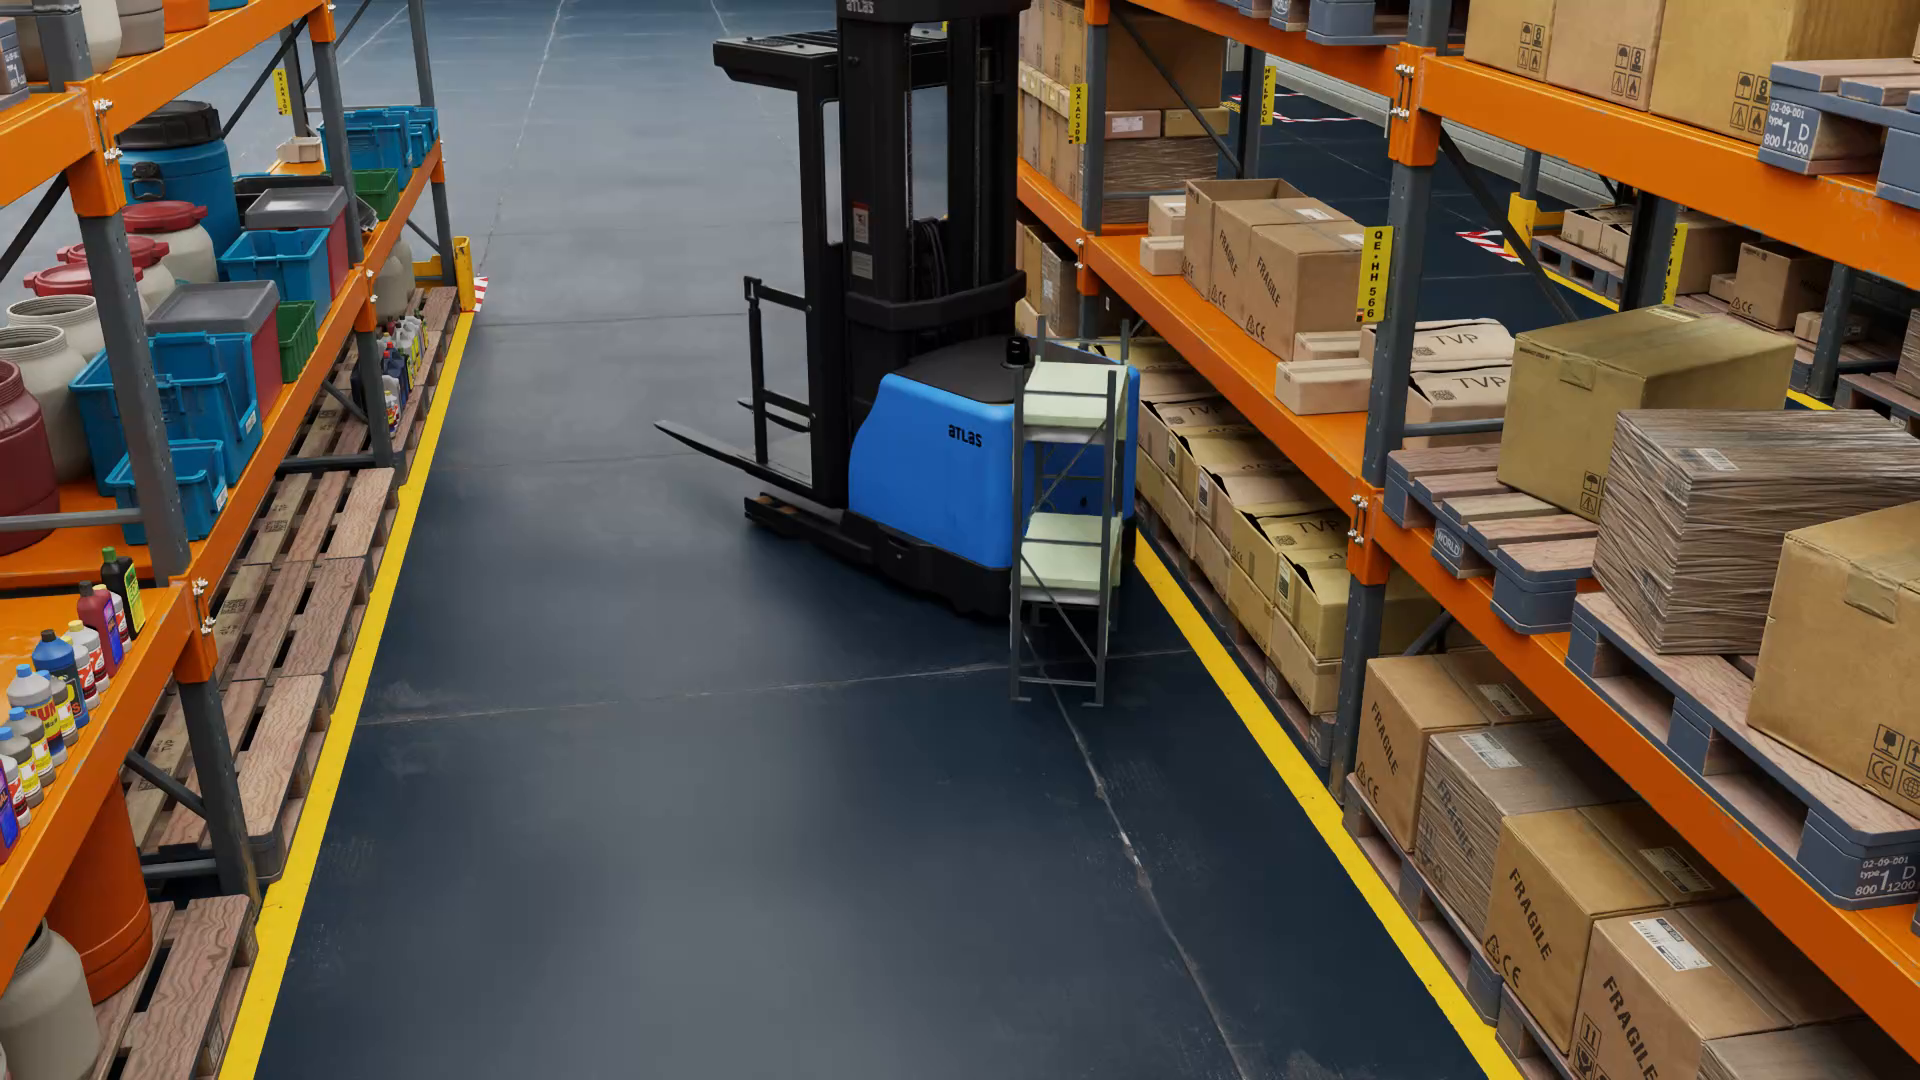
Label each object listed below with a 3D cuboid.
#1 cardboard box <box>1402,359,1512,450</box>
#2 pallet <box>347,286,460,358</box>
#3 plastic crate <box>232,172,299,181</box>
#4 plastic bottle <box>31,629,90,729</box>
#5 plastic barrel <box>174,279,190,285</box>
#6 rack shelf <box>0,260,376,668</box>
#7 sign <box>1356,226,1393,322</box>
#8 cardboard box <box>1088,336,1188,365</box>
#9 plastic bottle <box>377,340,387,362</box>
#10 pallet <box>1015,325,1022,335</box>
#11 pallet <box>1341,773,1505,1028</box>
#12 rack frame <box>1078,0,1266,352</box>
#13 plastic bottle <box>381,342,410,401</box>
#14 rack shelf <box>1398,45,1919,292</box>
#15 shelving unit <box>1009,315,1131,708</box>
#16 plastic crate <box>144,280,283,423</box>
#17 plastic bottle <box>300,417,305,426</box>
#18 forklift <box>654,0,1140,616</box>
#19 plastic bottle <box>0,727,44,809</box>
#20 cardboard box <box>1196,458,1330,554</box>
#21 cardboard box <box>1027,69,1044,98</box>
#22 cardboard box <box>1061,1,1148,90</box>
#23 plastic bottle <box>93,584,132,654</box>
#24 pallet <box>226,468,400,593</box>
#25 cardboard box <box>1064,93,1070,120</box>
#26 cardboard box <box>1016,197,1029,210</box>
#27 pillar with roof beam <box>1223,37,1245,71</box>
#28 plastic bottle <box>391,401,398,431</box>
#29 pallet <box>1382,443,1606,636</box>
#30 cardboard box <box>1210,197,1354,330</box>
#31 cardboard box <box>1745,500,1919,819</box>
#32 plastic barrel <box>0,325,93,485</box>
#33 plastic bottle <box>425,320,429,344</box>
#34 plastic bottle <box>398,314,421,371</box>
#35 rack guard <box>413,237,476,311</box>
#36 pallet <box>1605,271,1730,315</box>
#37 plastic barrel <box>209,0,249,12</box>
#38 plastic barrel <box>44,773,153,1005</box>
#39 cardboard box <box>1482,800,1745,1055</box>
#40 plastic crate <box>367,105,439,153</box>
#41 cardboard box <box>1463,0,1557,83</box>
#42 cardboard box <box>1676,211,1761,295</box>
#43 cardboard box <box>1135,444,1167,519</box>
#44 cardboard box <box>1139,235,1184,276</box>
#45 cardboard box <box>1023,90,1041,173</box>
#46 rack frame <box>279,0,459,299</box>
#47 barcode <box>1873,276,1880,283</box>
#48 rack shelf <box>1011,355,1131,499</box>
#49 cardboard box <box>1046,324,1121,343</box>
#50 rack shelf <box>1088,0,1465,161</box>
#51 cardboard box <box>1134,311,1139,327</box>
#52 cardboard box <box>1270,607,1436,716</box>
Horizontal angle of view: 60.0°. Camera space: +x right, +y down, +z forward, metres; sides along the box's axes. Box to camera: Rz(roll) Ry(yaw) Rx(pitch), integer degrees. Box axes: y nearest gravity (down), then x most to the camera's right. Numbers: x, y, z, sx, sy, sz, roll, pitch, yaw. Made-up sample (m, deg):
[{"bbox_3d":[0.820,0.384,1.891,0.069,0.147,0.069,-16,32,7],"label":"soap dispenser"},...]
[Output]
[{"bbox_3d":[1.916,-0.511,6.283,0.500,0.311,0.500,-3,24,-6],"label":"cardboard box"},{"bbox_3d":[-4.202,-1.563,12.065,1.003,0.211,1.213,-4,24,-10],"label":"pallet"},{"bbox_3d":[-4.139,-1.961,9.678,0.499,0.251,0.616,-4,24,-10],"label":"plastic crate"},{"bbox_3d":[-2.352,0.360,4.338,0.097,0.271,0.097,0,24,0],"label":"plastic bottle"},{"bbox_3d":[-3.574,-1.018,7.507,0.301,0.262,0.301,0,24,0],"label":"plastic barrel"},{"bbox_3d":[-3.298,-0.497,7.040,1.077,0.370,4.000,-4,24,-10],"label":"rack shelf"},{"bbox_3d":[1.396,-0.894,5.602,0.100,0.325,0.005,-4,24,-10],"label":"sign"},{"bbox_3d":[1.033,-0.987,9.473,0.500,0.311,0.500,-4,24,-10],"label":"cardboard box"},{"bbox_3d":[-3.663,-1.136,10.457,0.152,0.276,0.135,-4,24,-10],"label":"plastic bottle"},{"bbox_3d":[0.866,-1.498,11.916,1.003,0.211,1.213,-4,24,-10],"label":"pallet"},{"bbox_3d":[2.042,1.169,5.810,1.003,0.211,1.213,-4,24,-10],"label":"pallet"},{"bbox_3d":[1.201,-1.979,9.533,1.000,3.000,0.127,-4,24,-10],"label":"rack frame"},{"bbox_3d":[-3.444,-1.024,10.106,0.144,0.351,0.185,-5,24,-12],"label":"plastic bottle"},{"bbox_3d":[2.311,-0.664,3.673,1.077,0.370,4.000,-4,24,-10],"label":"rack shelf"},{"bbox_3d":[0.477,-0.131,7.177,0.431,1.500,0.755,4,24,9],"label":"shelving unit"},{"bbox_3d":[-2.926,-0.728,6.589,0.402,0.464,0.583,-4,24,-10],"label":"plastic crate"},{"bbox_3d":[-3.928,-0.844,9.695,0.144,0.351,0.185,-4,24,-10],"label":"plastic bottle"},{"bbox_3d":[-0.506,-1.484,8.487,1.130,2.935,3.031,-21,31,-40],"label":"forklift"},{"bbox_3d":[-2.280,0.545,4.002,0.097,0.201,0.097,0,24,0],"label":"plastic bottle"},{"bbox_3d":[1.409,-0.185,7.637,0.500,0.311,0.500,-4,24,-10],"label":"cardboard box"},{"bbox_3d":[0.655,-3.017,10.974,0.380,0.149,0.250,-4,24,-8],"label":"cardboard box"},{"bbox_3d":[1.018,-2.992,10.107,0.700,0.500,0.500,-4,24,-10],"label":"cardboard box"},{"bbox_3d":[-2.430,0.225,4.735,0.097,0.201,0.097,0,24,0],"label":"plastic bottle"},{"bbox_3d":[-3.484,-0.030,8.554,1.003,0.211,1.213,-4,24,-10],"label":"pallet"},{"bbox_3d":[0.846,-2.613,10.050,0.380,0.149,0.250,-5,24,-11],"label":"cardboard box"},{"bbox_3d":[0.541,-2.209,12.033,0.500,0.500,0.500,-4,24,-10],"label":"cardboard box"},{"bbox_3d":[-0.141,-10.860,22.372,9.100,9.000,0.400,-4,24,-10],"label":"pillar with roof beam"},{"bbox_3d":[-3.314,-0.731,9.622,0.097,0.201,0.097,0,24,0],"label":"plastic bottle"},{"bbox_3d":[2.135,-0.056,5.370,1.213,0.211,1.003,-4,24,-10],"label":"pallet"},{"bbox_3d":[1.517,-1.317,7.893,0.500,0.500,0.500,-4,24,-10],"label":"cardboard box"},{"bbox_3d":[2.293,0.239,3.805,0.700,0.500,0.500,-11,26,-23],"label":"cardboard box"},{"bbox_3d":[-3.328,-0.480,5.963,0.421,0.512,0.421,0,24,0],"label":"plastic barrel"},{"bbox_3d":[-3.637,-1.416,11.192,0.097,0.201,0.097,0,24,0],"label":"plastic bottle"},{"bbox_3d":[-3.557,-1.264,10.657,0.144,0.351,0.185,-3,24,-8],"label":"plastic bottle"},{"bbox_3d":[-4.347,-2.015,12.739,1.175,0.500,0.348,-4,24,-10],"label":"rack guard"},{"bbox_3d":[5.681,-1.811,12.634,1.003,0.211,1.213,-4,24,-10],"label":"pallet"},{"bbox_3d":[-3.118,-2.520,6.397,0.600,0.901,0.708,-4,24,-10],"label":"plastic barrel"},{"bbox_3d":[-2.821,0.953,5.007,0.600,0.830,0.708,-4,24,-10],"label":"plastic barrel"},{"bbox_3d":[1.934,1.142,4.961,0.500,0.500,0.500,-5,24,-10],"label":"cardboard box"},{"bbox_3d":[-4.021,-2.944,11.929,0.499,0.251,0.616,-4,24,-10],"label":"plastic crate"},{"bbox_3d":[2.055,-1.657,4.923,0.910,0.500,0.500,-4,24,-10],"label":"cardboard box"},{"bbox_3d":[5.560,-2.181,12.570,0.700,0.500,0.500,-6,24,-13],"label":"cardboard box"},{"bbox_3d":[1.224,-0.330,8.667,0.500,0.250,0.500,-5,24,-11],"label":"cardboard box"},{"bbox_3d":[1.164,-1.500,8.751,0.380,0.149,0.250,-4,24,-10],"label":"cardboard box"},{"bbox_3d":[0.824,-2.805,11.299,0.700,0.500,0.500,-4,24,-8],"label":"cardboard box"},{"bbox_3d":[-4.407,-3.187,12.299,1.000,3.000,0.127,-4,24,-10],"label":"rack frame"},{"bbox_3d":[6.205,-1.780,11.251,0.001,0.075,0.075,-4,24,-10],"label":"barcode"},{"bbox_3d":[0.477,-0.489,7.021,0.431,0.370,0.720,4,24,9],"label":"rack shelf"},{"bbox_3d":[0.818,-1.275,10.832,0.500,0.250,0.500,-4,24,-10],"label":"cardboard box"},{"bbox_3d":[1.571,-2.237,7.275,1.077,0.370,4.000,-4,24,-10],"label":"rack shelf"},{"bbox_3d":[1.323,-1.657,10.769,0.500,0.500,0.500,-4,24,-10],"label":"cardboard box"},{"bbox_3d":[1.604,0.473,6.829,0.500,0.250,0.500,-4,24,-8],"label":"cardboard box"}]
